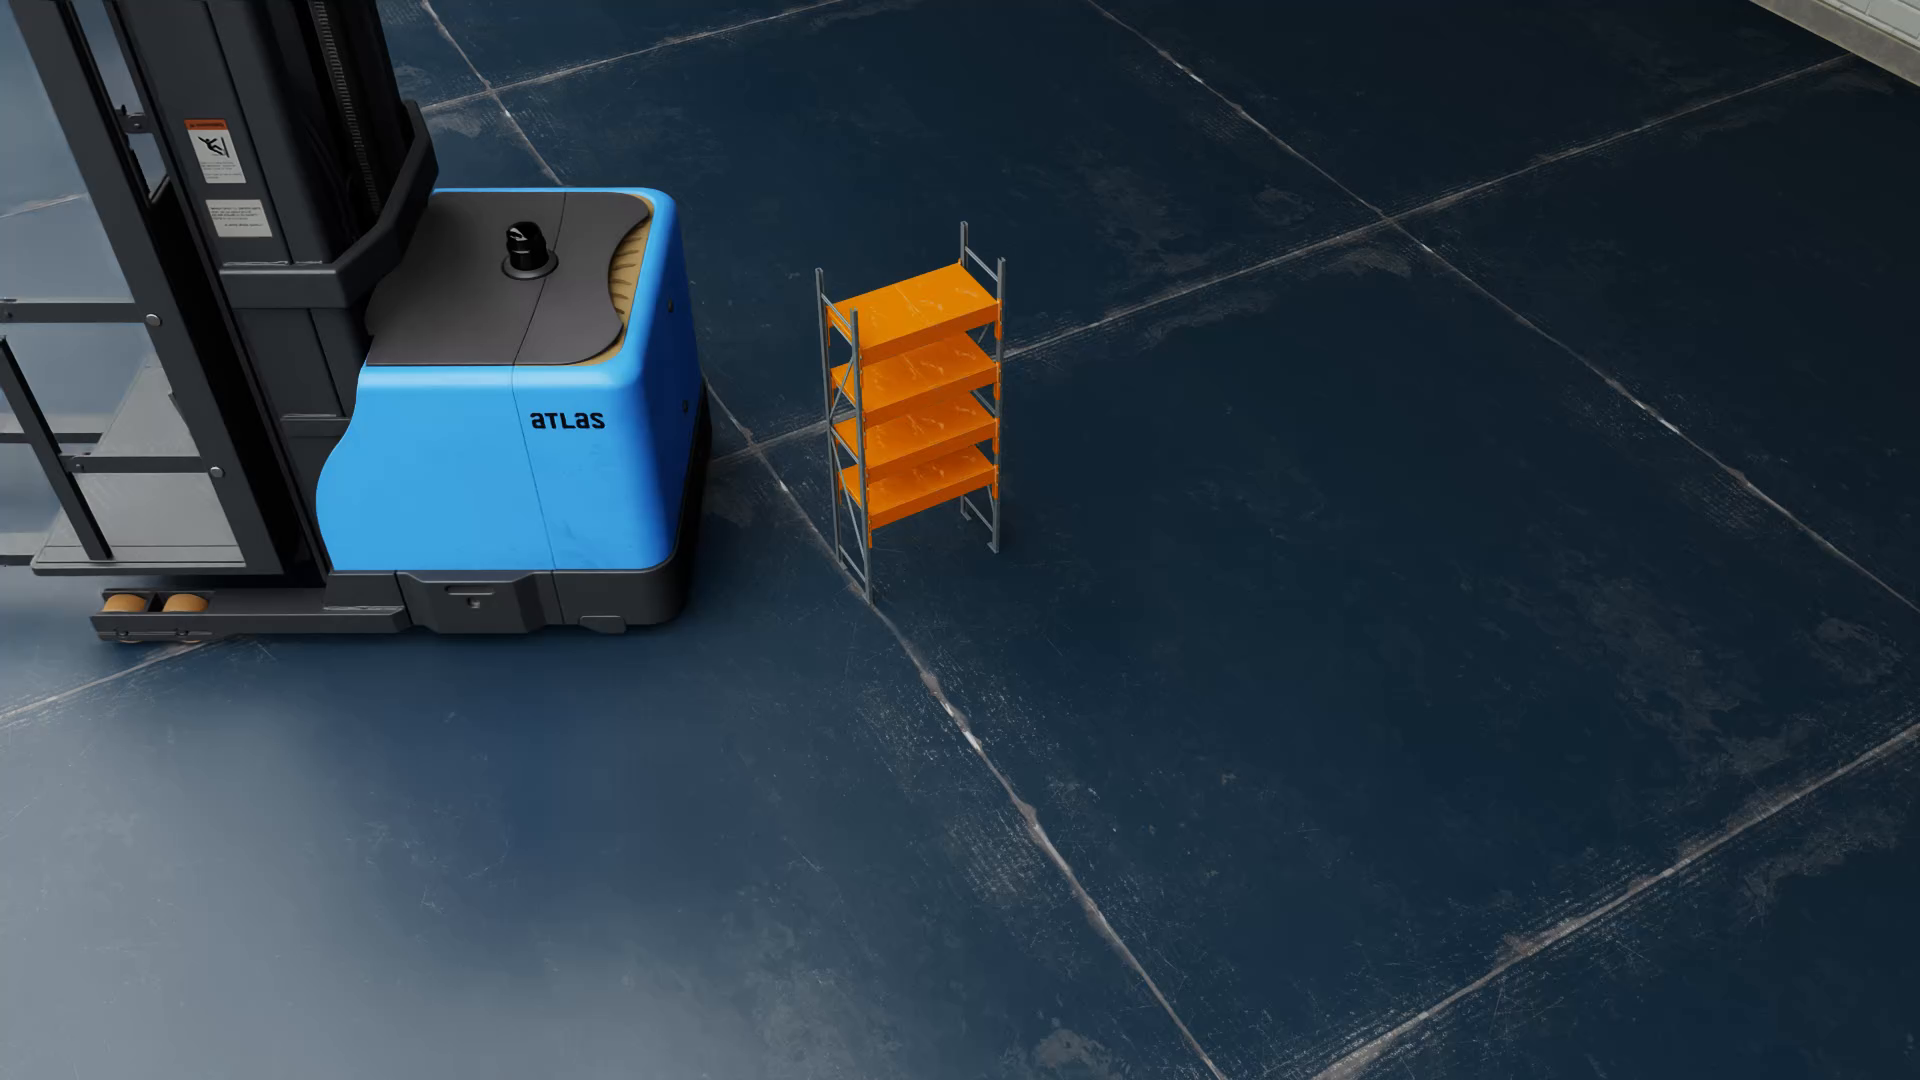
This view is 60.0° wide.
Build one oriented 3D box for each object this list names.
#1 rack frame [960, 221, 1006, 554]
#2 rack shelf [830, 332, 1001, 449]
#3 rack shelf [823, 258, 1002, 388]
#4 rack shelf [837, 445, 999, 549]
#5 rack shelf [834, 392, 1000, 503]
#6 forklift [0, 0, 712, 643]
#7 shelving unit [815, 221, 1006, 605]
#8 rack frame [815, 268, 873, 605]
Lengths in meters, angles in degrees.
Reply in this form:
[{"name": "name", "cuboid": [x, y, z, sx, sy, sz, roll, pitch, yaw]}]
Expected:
[{"name": "rack frame", "cuboid": [0.068, -0.458, 5.360, 0.015, 1.200, 0.240, -22, 48, -21]}, {"name": "rack shelf", "cuboid": [-0.144, -0.485, 5.164, 0.480, 0.148, 0.258, -22, 48, -21]}, {"name": "rack shelf", "cuboid": [-0.144, -0.655, 4.999, 0.480, 0.148, 0.258, -22, 48, -21]}, {"name": "rack shelf", "cuboid": [-0.144, -0.182, 5.458, 0.480, 0.148, 0.258, -22, 48, -21]}, {"name": "rack shelf", "cuboid": [-0.144, -0.325, 5.320, 0.480, 0.148, 0.258, -22, 48, -21]}, {"name": "forklift", "cuboid": [-2.413, -1.088, 4.767, 3.031, 2.935, 1.130, 0, 44, 0]}, {"name": "shelving unit", "cuboid": [-0.144, -0.373, 5.273, 0.503, 1.200, 0.258, -22, 48, -21]}, {"name": "rack frame", "cuboid": [-0.355, -0.288, 5.186, 0.015, 1.200, 0.240, -22, 48, -21]}]
